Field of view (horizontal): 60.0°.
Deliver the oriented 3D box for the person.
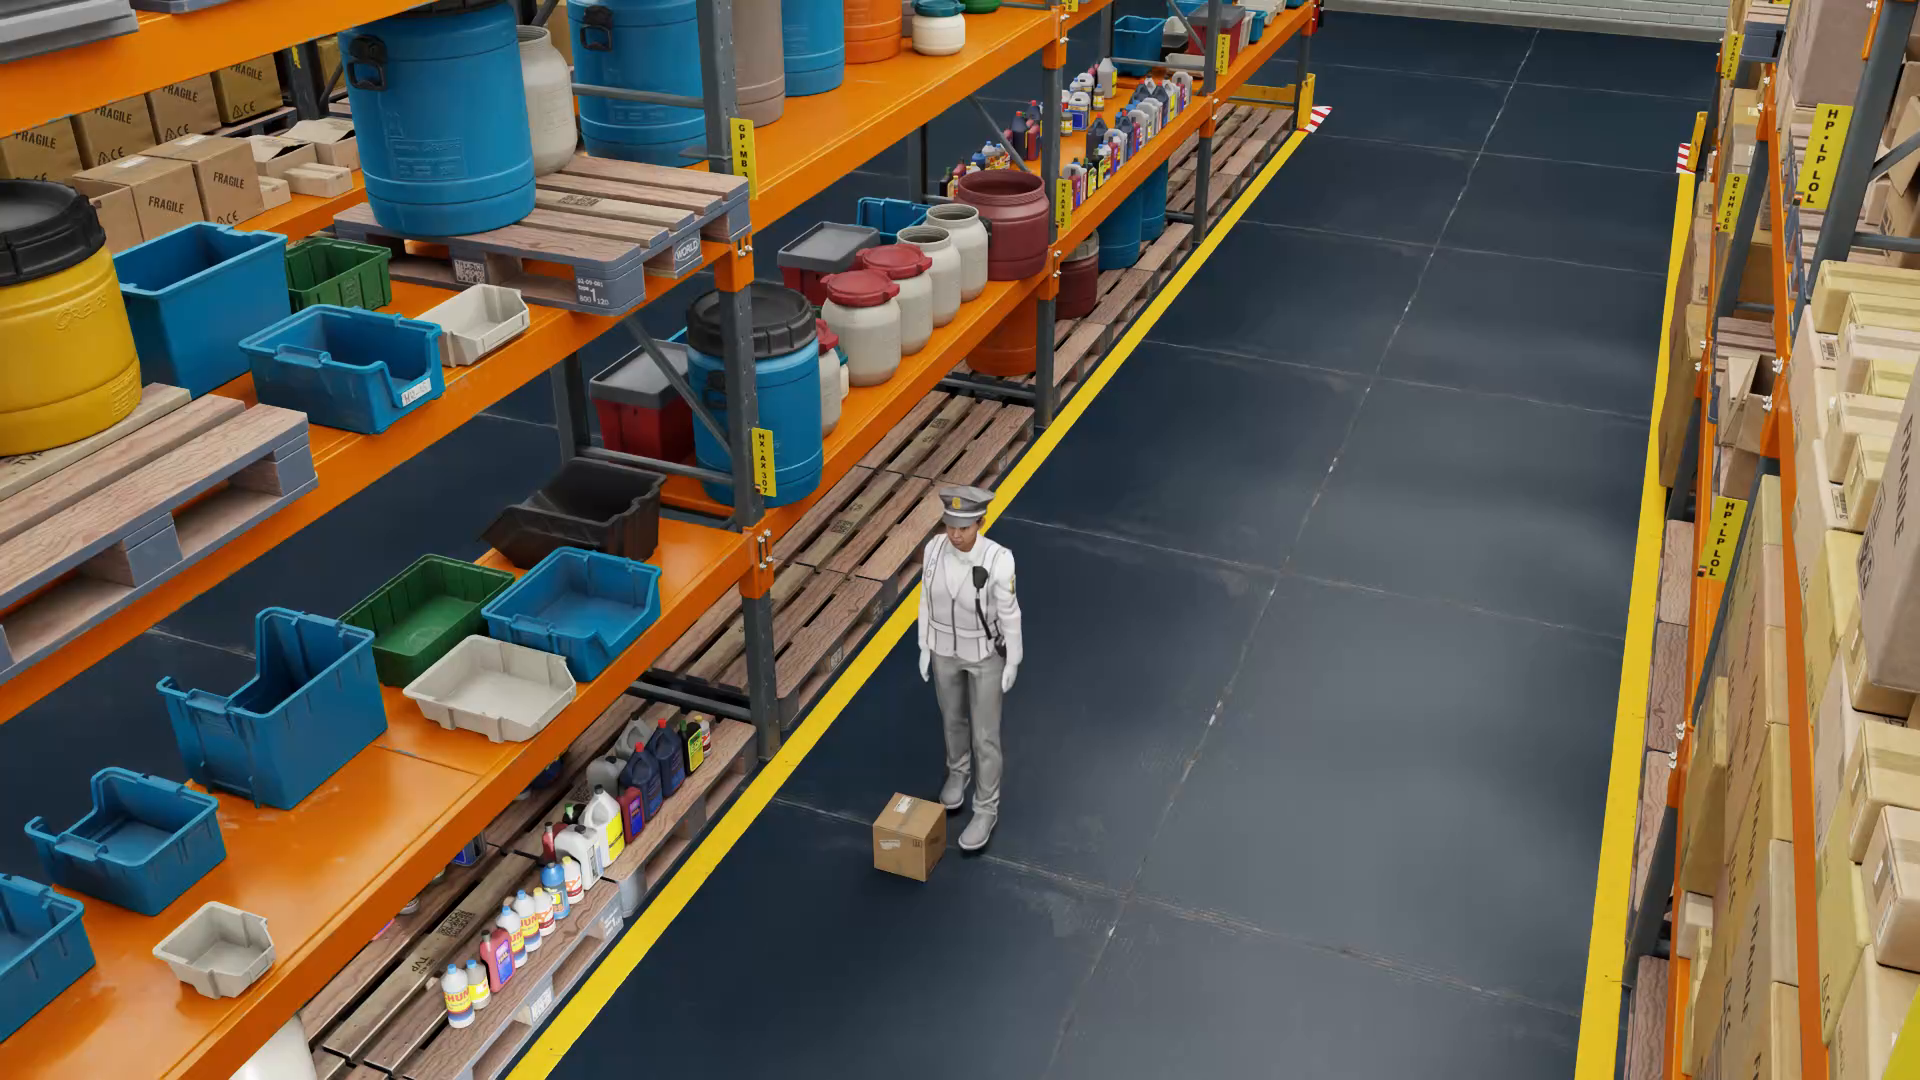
[{"bbox_3d":[0.002,0.550,7.390,0.492,1.680,0.531,12,32,20],"label":"person"}]
